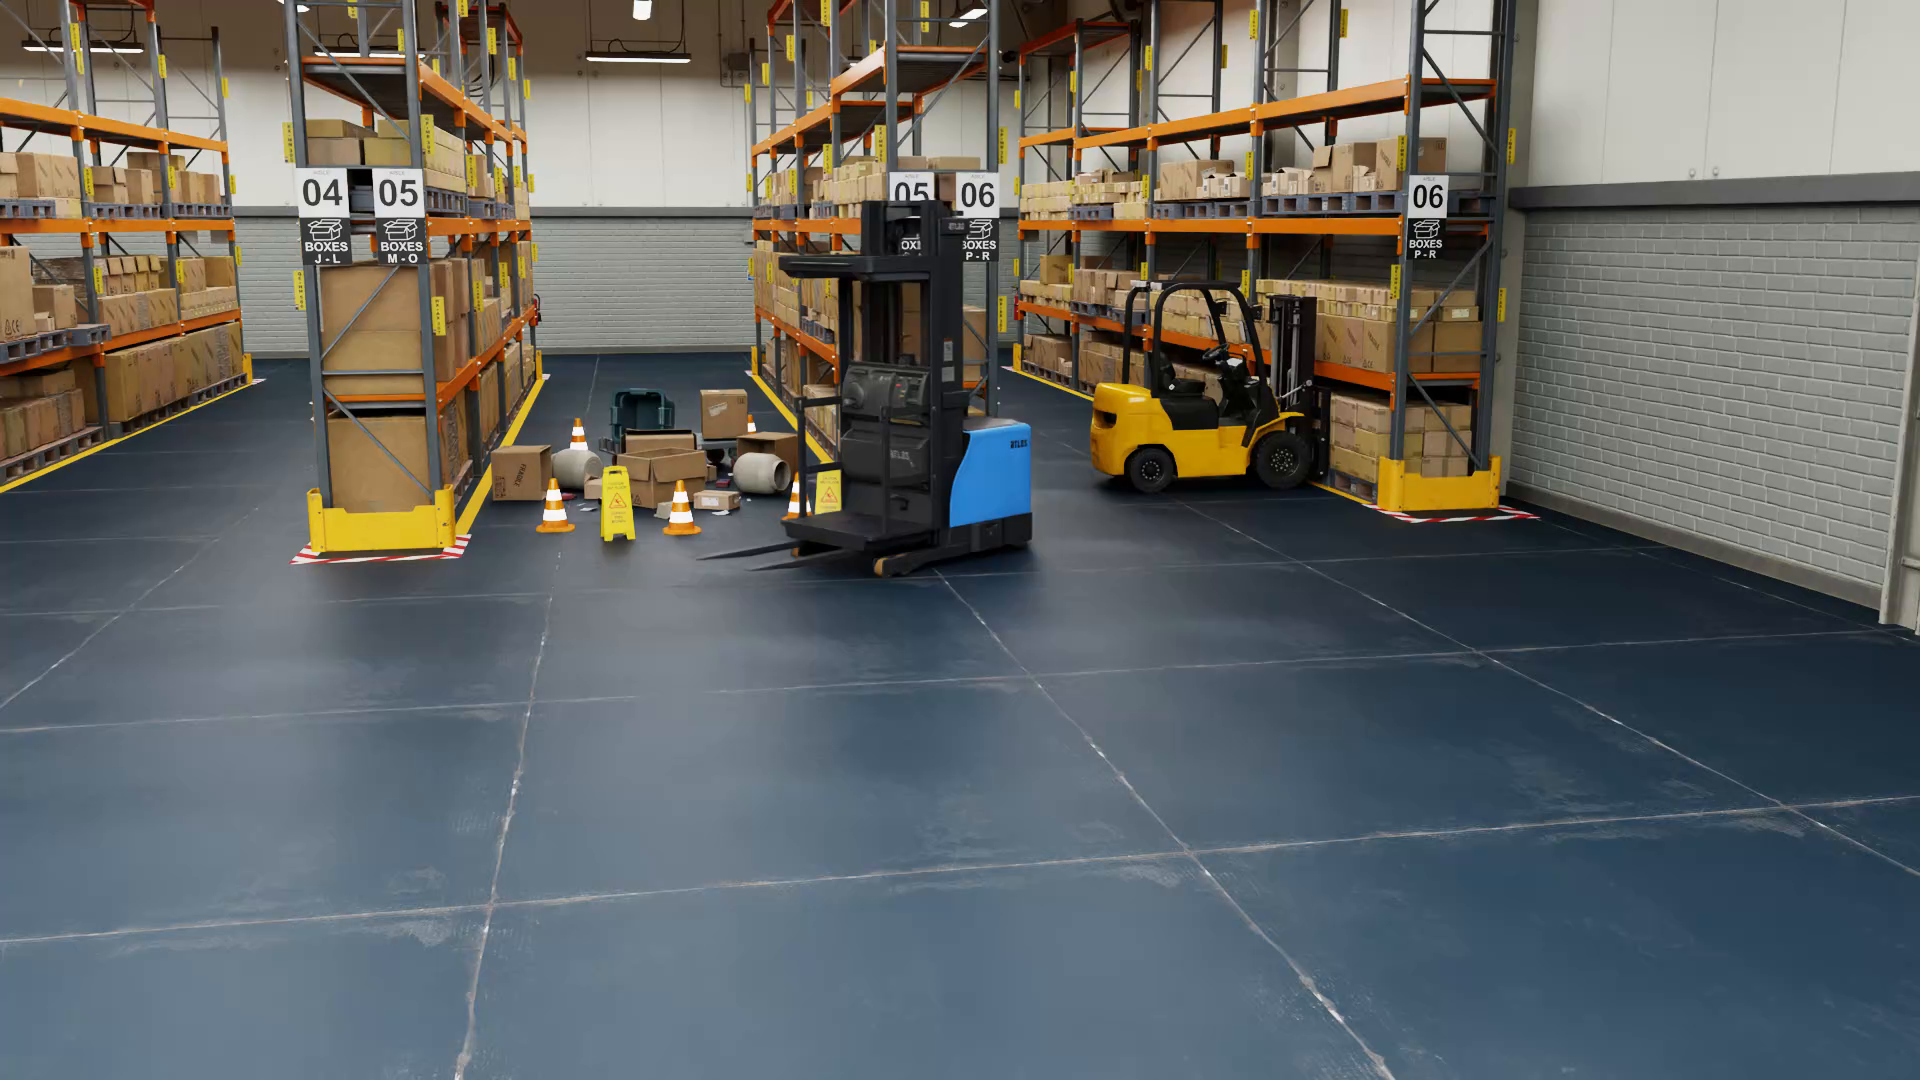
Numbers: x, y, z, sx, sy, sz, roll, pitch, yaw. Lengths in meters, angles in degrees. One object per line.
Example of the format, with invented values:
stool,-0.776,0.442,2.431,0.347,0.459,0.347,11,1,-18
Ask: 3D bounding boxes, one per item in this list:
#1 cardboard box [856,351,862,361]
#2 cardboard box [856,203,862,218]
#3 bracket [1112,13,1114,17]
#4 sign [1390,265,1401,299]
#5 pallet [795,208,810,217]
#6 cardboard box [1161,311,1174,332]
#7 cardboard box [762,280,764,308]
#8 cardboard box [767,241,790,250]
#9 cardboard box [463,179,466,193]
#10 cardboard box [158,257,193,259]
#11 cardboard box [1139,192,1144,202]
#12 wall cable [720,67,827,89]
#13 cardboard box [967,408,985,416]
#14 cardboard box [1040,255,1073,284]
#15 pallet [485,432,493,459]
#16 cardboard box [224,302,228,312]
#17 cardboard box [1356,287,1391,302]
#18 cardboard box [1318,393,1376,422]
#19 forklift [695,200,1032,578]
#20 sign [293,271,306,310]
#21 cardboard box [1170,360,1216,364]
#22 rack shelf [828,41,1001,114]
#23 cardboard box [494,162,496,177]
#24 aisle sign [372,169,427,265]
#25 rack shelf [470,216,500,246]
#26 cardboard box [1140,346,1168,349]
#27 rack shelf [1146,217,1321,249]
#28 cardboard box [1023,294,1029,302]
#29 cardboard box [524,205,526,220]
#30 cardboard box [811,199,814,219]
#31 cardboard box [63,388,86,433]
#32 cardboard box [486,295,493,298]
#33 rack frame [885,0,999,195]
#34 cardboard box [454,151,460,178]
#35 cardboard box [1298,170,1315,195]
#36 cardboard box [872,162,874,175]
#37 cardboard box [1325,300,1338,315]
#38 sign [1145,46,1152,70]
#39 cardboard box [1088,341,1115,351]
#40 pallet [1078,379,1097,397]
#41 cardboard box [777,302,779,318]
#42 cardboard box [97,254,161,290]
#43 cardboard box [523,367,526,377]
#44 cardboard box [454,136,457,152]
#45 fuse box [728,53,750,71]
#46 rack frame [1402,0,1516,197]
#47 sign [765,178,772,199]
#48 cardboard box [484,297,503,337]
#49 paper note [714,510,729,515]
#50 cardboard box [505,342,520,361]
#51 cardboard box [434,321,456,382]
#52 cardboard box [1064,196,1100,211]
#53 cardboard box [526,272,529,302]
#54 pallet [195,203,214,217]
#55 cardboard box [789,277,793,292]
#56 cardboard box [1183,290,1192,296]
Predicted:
cardboard box,-0.872,-1.885,17.248,0.380,0.149,0.250,-2,11,-11
cardboard box,-0.843,-3.310,16.712,0.380,0.149,0.250,-2,11,-12
bracket,2.698,-8.945,28.000,0.235,0.232,0.430,-2,11,-11
sign,4.177,-2.473,15.938,0.100,0.325,0.005,-2,11,-11
pallet,-2.110,-4.793,24.340,1.003,0.211,1.213,-2,11,-8
cardboard box,3.095,-3.016,22.922,0.500,0.250,0.500,-2,11,-12
cardboard box,-3.136,-4.232,28.643,0.500,0.500,0.500,-2,11,-9
cardboard box,-3.049,-4.966,28.086,0.380,0.149,0.250,-2,11,-12
cardboard box,-5.386,-3.709,17.422,0.380,0.149,0.250,-2,11,-11
cardboard box,-13.063,-4.449,27.651,0.500,0.500,0.500,-2,11,-12
cardboard box,2.820,-4.973,24.113,0.380,0.149,0.250,-2,11,-12
wall cable,-3.913,-8.566,35.632,2.355,3.000,0.029,-2,11,-11
cardboard box,-0.047,-1.010,16.207,0.500,0.500,0.500,-3,11,-13
cardboard box,1.716,-4.812,29.559,0.500,0.500,0.500,-2,11,-10
pallet,-6.235,-1.152,20.186,1.003,0.211,1.213,-2,11,-11
cardboard box,-12.449,-3.882,27.740,0.380,0.149,0.250,-2,11,-10
cardboard box,4.304,-2.517,17.099,0.380,0.149,0.250,-2,11,-11
cardboard box,4.103,-1.411,17.642,0.500,0.250,0.500,-2,11,-10
forklift,-0.756,-1.243,13.390,1.130,2.935,3.031,10,15,42
sign,-5.527,-2.093,13.943,0.100,0.325,0.005,-2,11,-11
cardboard box,3.264,-2.197,23.447,0.875,0.625,0.625,-2,11,-9
rack shelf,-0.545,-4.583,16.641,1.077,0.370,4.000,-2,11,-11
cardboard box,-6.457,-4.970,22.450,0.396,0.266,0.258,-2,11,-11
aisle sign,-4.684,-2.700,13.910,0.394,0.787,0.004,-2,11,-11
rack shelf,-6.159,-3.646,19.732,1.077,0.370,4.000,-2,11,-11
cardboard box,3.045,-2.963,26.068,0.380,0.149,0.250,-3,11,-13
rack shelf,3.545,-4.026,21.727,1.077,0.370,4.000,-2,11,-11
cardboard box,1.395,-4.546,31.231,0.380,0.149,0.250,-2,11,-11
cardboard box,-7.444,-5.405,27.448,0.500,0.250,0.500,-2,11,-8
cardboard box,-1.768,-4.388,22.066,0.396,0.266,0.258,-2,11,-11
cardboard box,-11.283,-1.597,20.573,0.700,0.500,0.500,-3,11,-14
cardboard box,-6.445,-3.218,22.333,0.380,0.149,0.250,-2,11,-8
rack frame,-0.156,-4.571,14.646,1.000,3.000,0.127,-2,11,-11
cardboard box,-5.325,-3.787,16.763,0.500,0.250,0.500,-2,11,-11
cardboard box,3.925,-3.919,18.208,0.396,0.266,0.258,-2,11,-12
cardboard box,-0.656,-3.655,16.392,0.380,0.149,0.250,-2,11,-13
cardboard box,4.096,-2.461,17.601,0.380,0.149,0.250,-2,11,-11
sign,2.626,-6.696,23.099,0.100,0.325,0.005,-2,11,-11
cardboard box,2.316,-3.180,27.207,0.380,0.149,0.250,-2,11,-13
pallet,2.573,-2.488,27.206,1.003,0.211,1.213,-2,11,-11
cardboard box,-2.562,-3.566,25.811,0.500,0.250,0.500,-2,11,-12
cardboard box,-12.079,-3.890,24.160,0.797,0.503,0.637,-2,11,-12
cardboard box,-7.083,-2.656,26.337,0.380,0.149,0.250,-2,11,-8
cardboard box,-5.241,-3.963,16.620,0.380,0.149,0.250,-2,11,-10
fuse box,-4.631,-10.097,35.119,0.513,0.334,0.176,-2,11,-11
rack frame,4.712,-4.752,15.598,1.000,3.000,0.127,-2,11,-11
sign,-3.034,-5.571,26.326,0.100,0.325,0.005,-2,11,-11
cardboard box,-6.197,-2.869,21.480,0.500,0.500,0.500,-2,11,-11
paper note,-2.293,-0.267,16.015,0.148,0.019,0.142,-6,13,-31
cardboard box,-6.933,-2.846,25.182,0.500,0.250,0.500,-2,11,-13
cardboard box,-5.223,-1.773,15.588,0.875,0.550,0.550,-2,11,-11
cardboard box,2.038,-5.632,27.845,0.500,0.250,0.500,-2,11,-11
cardboard box,-7.474,-4.203,27.694,0.500,0.500,0.500,-2,11,-8
pallet,-12.594,-5.268,26.568,1.003,0.211,1.213,-2,11,-11
cardboard box,-2.177,-3.811,23.754,0.500,0.500,0.500,-2,11,-10
cardboard box,3.190,-3.335,22.193,0.380,0.149,0.250,-2,11,-10
